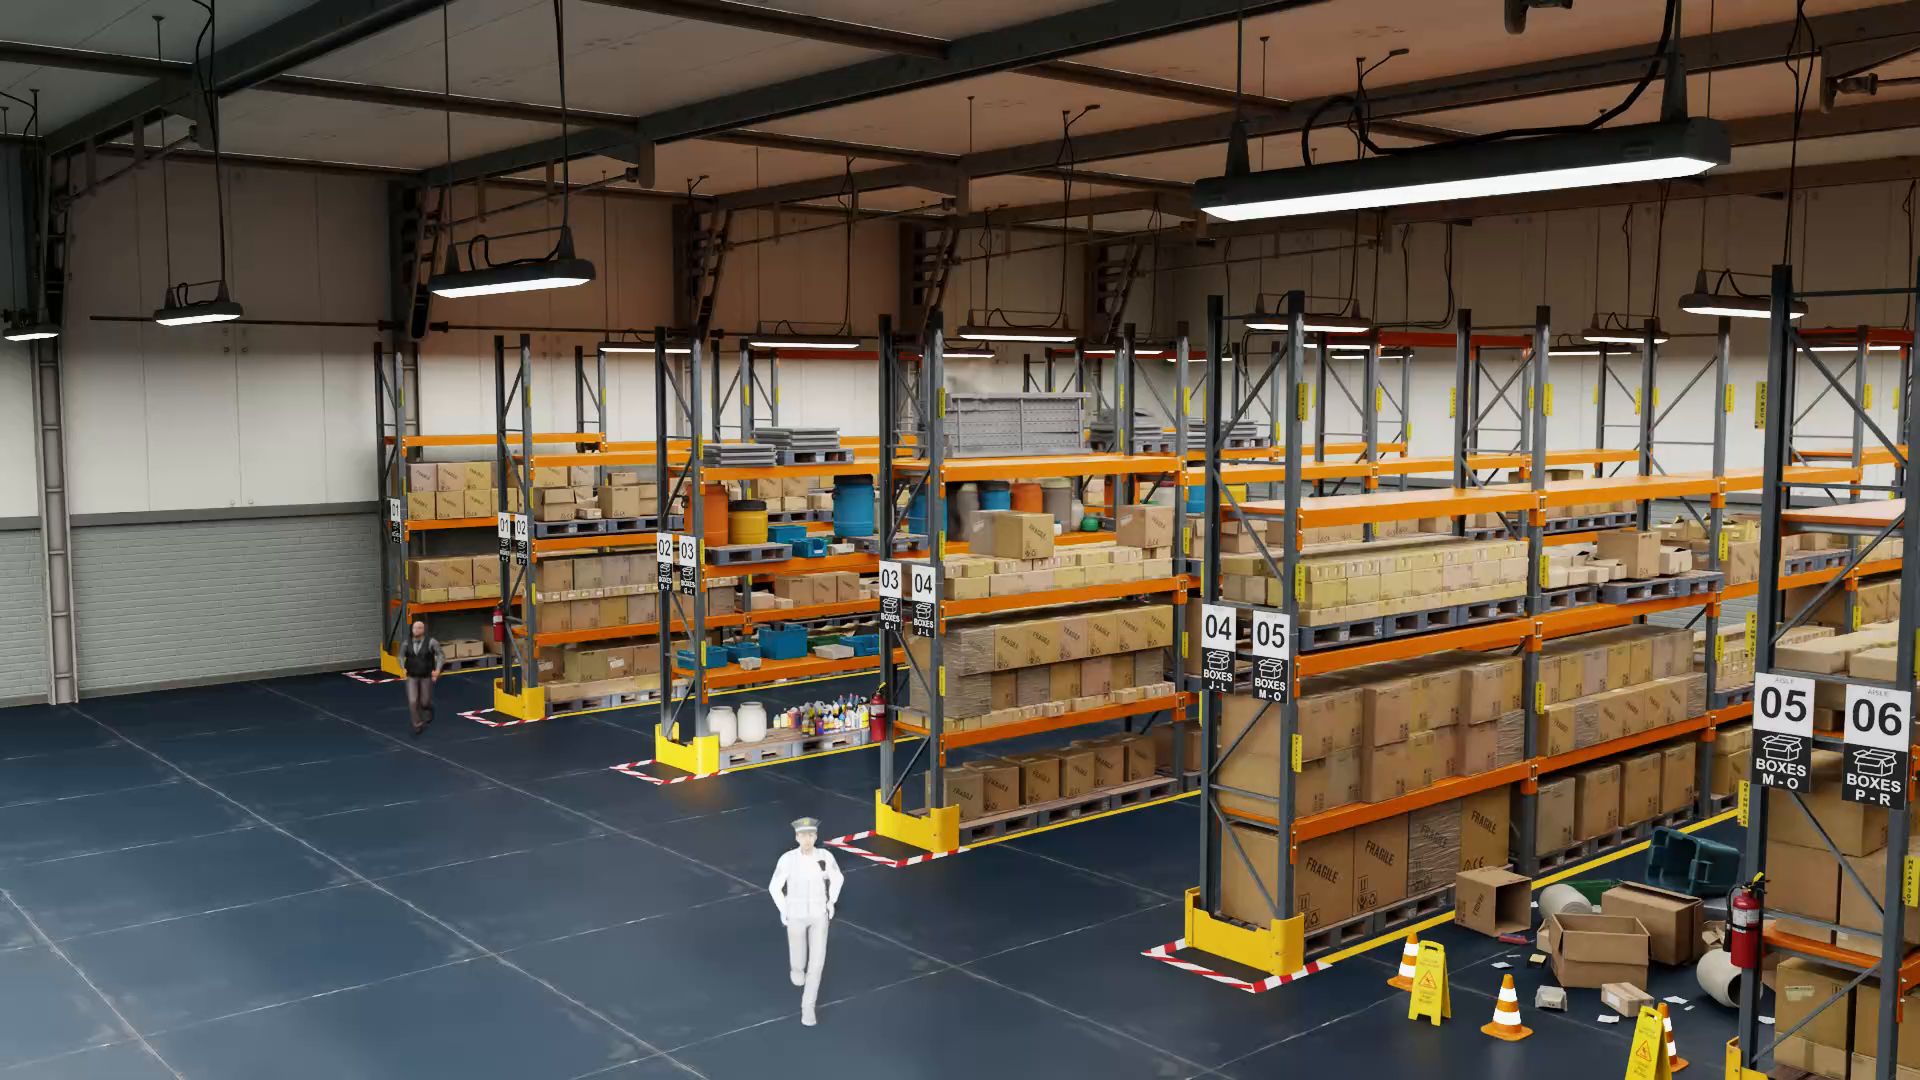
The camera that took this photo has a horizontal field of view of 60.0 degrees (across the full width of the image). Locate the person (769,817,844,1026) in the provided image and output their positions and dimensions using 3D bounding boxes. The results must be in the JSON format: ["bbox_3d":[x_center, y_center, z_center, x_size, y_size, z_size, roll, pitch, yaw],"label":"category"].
[{"bbox_3d":[-1.260,3.093,13.766,0.624,1.663,0.665,-1,5,-10],"label":"person"}]

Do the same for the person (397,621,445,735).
[{"bbox_3d":[-8.123,2.092,25.077,0.693,1.614,0.610,-1,5,-7],"label":"person"}]

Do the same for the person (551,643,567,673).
[{"bbox_3d":[-6.875,1.747,28.459,0.554,1.747,0.746,5,7,44],"label":"person"}]
